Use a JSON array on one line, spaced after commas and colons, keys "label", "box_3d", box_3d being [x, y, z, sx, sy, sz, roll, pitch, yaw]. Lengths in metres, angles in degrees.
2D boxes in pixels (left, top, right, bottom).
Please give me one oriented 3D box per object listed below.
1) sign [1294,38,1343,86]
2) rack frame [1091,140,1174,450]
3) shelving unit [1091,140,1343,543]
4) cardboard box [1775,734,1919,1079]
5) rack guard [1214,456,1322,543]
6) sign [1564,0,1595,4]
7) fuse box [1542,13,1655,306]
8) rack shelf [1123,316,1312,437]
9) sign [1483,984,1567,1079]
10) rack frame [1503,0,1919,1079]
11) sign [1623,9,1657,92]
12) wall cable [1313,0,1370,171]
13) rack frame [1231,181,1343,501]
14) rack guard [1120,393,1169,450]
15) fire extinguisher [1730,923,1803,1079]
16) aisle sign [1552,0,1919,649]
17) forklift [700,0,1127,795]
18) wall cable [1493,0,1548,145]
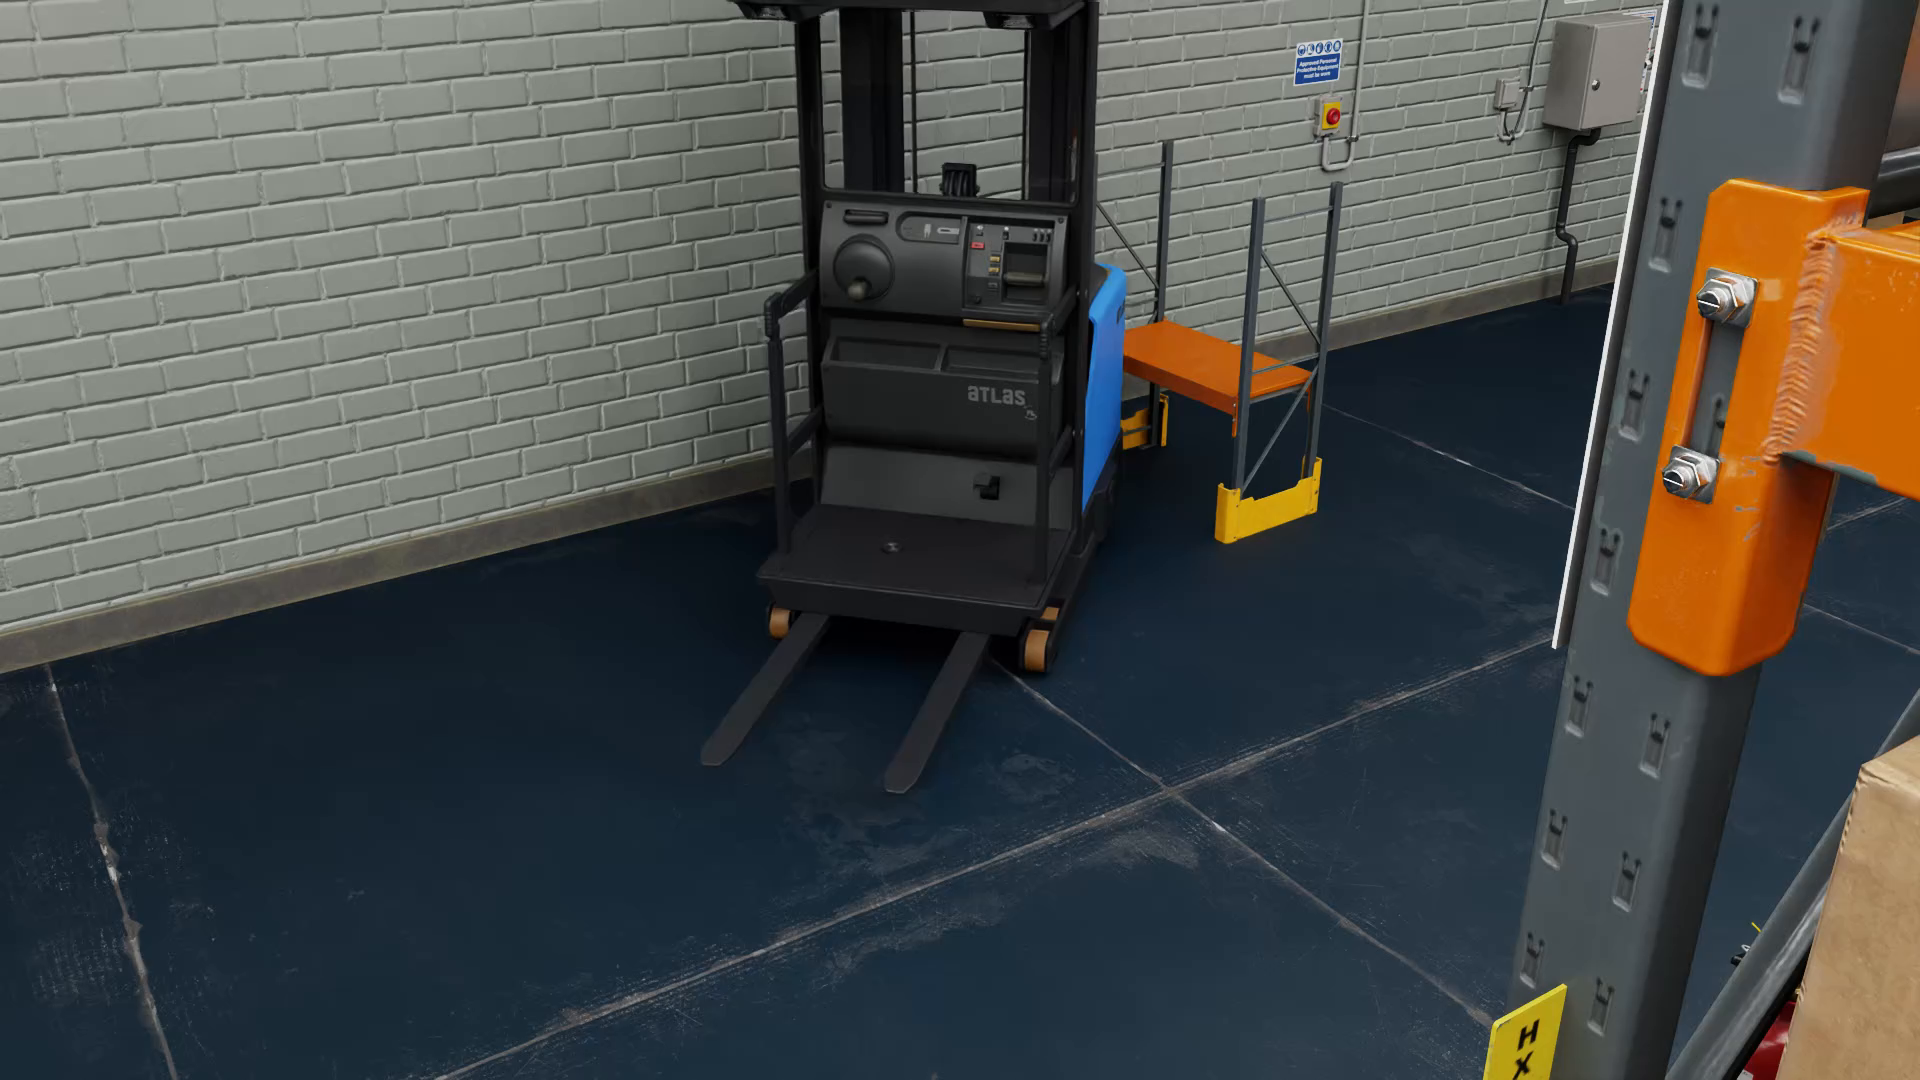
[{"label": "sign", "box_3d": [1.883, -2.512, 8.741, 0.327, 0.218, 0.001, -16, 29, -30]}, {"label": "rack frame", "box_3d": [0.769, -1.091, 7.804, 0.500, 1.500, 0.032, -18, 30, -33]}, {"label": "shelving unit", "box_3d": [1.067, -0.920, 7.441, 0.587, 1.500, 1.083, -18, 30, -33]}, {"label": "cardboard box", "box_3d": [0.985, 0.413, 1.225, 0.500, 0.500, 0.500, -16, 29, -30]}, {"label": "rack guard", "box_3d": [1.364, -0.184, 7.346, 0.587, 0.250, 0.087, -18, 30, -33]}, {"label": "sign", "box_3d": [3.637, -3.251, 9.656, 0.339, 0.242, 0.001, -16, 29, -30]}, {"label": "fuse box", "box_3d": [3.797, -2.234, 9.977, 0.539, 1.711, 0.414, -16, 29, -30]}, {"label": "rack shelf", "box_3d": [1.072, -0.754, 7.511, 0.538, 0.185, 1.000, -18, 30, -33]}, {"label": "sign", "box_3d": [0.508, 0.557, 1.542, 0.100, 0.325, 0.005, -16, 29, -30]}, {"label": "rack frame", "box_3d": [0.960, 0.823, 1.993, 0.949, 2.616, 0.053, -16, 29, -30]}, {"label": "sign", "box_3d": [4.097, -2.963, 10.123, 0.329, 0.494, 0.001, -16, 29, -30]}, {"label": "wall cable", "box_3d": [1.957, -2.853, 8.552, 0.585, 1.953, 0.123, -16, 29, -30]}, {"label": "rack frame", "box_3d": [1.375, -0.742, 7.066, 0.500, 1.500, 0.032, -18, 30, -33]}, {"label": "rack guard", "box_3d": [0.770, -0.525, 8.070, 0.587, 0.250, 0.087, -18, 30, -33]}, {"label": "fire extinguisher", "box_3d": [1.212, 0.828, 2.510, 0.296, 0.674, 0.183, -16, 29, -30]}, {"label": "aisle sign", "box_3d": [0.671, -0.310, 1.347, 0.394, 0.787, 0.004, -16, 29, -30]}, {"label": "forklift", "box_3d": [-0.119, -1.010, 5.956, 1.130, 2.935, 3.031, 6, 26, 13]}, {"label": "wall cable", "box_3d": [3.139, -3.173, 9.268, 0.588, 1.984, 0.122, -16, 29, -30]}]
